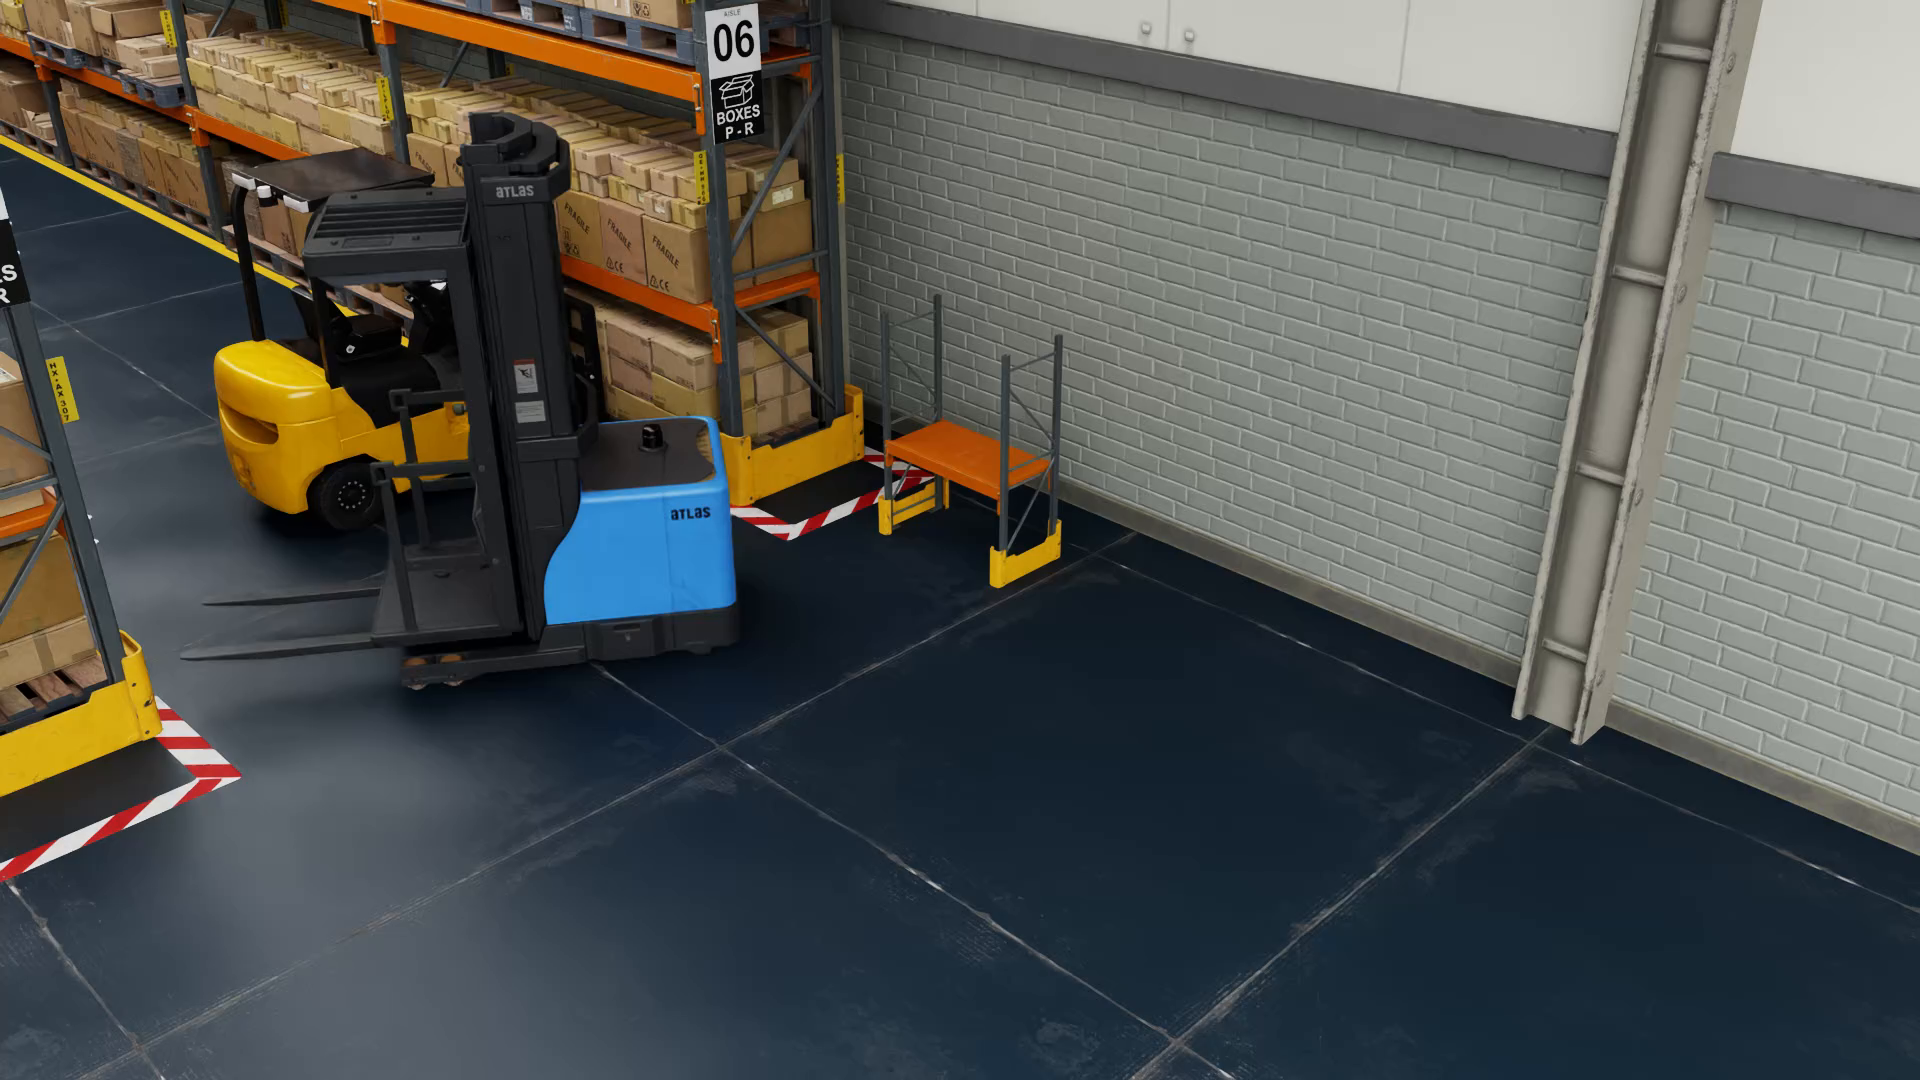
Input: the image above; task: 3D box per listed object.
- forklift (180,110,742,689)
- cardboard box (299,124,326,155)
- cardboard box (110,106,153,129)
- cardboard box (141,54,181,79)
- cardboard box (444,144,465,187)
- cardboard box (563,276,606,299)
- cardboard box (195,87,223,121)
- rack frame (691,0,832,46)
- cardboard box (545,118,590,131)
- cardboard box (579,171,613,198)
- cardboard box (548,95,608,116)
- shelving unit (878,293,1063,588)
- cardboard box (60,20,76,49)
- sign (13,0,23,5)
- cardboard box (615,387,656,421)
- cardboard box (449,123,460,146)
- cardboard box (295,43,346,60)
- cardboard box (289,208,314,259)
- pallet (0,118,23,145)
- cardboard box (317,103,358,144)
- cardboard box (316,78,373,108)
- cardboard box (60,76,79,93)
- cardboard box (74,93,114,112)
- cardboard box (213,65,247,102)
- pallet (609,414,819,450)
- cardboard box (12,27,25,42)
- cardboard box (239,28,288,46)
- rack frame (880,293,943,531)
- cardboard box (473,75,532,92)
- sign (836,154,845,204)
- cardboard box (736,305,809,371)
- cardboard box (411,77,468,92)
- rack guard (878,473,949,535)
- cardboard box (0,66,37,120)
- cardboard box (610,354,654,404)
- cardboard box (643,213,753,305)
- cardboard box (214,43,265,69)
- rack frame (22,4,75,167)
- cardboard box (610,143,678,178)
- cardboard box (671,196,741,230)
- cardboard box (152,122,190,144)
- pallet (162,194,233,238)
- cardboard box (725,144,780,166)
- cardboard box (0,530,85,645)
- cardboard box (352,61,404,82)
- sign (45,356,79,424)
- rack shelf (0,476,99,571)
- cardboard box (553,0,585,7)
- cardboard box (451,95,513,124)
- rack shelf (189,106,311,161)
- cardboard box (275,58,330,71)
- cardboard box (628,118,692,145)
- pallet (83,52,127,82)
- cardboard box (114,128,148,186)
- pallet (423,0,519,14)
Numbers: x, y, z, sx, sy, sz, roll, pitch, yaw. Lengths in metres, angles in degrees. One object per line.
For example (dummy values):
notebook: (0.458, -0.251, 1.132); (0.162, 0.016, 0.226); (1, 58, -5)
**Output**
forklift: (-2.822, -0.744, 9.009); (3.031, 2.935, 1.130); (-5, 28, -10)
cardboard box: (-5.294, -3.450, 14.242); (0.500, 0.250, 0.500); (25, 37, 39)
cardboard box: (-8.717, -4.470, 17.560); (0.380, 0.149, 0.250); (-24, 36, -37)
cardboard box: (-7.646, -4.571, 16.032); (0.380, 0.149, 0.250); (-24, 36, -38)
cardboard box: (-3.540, -2.752, 12.647); (0.500, 0.500, 0.500); (-25, 36, -38)
cardboard box: (-2.842, -1.751, 12.279); (0.500, 0.250, 0.500); (24, 36, 37)
cardboard box: (-6.764, -4.117, 15.511); (0.500, 0.250, 0.500); (25, 37, 39)
rack frame: (-1.204, -4.454, 9.545); (0.127, 3.000, 1.000); (25, 36, 38)
cardboard box: (-2.873, -2.895, 11.902); (0.250, 0.149, 0.380); (25, 37, 39)
cardboard box: (-2.385, -2.485, 11.442); (0.250, 0.149, 0.380); (23, 36, 37)
cardboard box: (-2.876, -3.233, 12.546); (0.250, 0.149, 0.380); (24, 36, 38)
shelving unit: (0.054, -0.639, 10.347); (1.083, 1.500, 0.587); (25, 36, 38)
cardboard box: (-9.039, -5.260, 17.217); (0.396, 0.266, 0.258); (-23, 36, -37)
sign: (-10.136, -5.915, 17.839); (0.005, 0.325, 0.100); (25, 36, 38)
cardboard box: (-2.109, -0.982, 11.890); (0.500, 0.250, 0.500); (25, 36, 38)
cardboard box: (-3.622, -3.084, 12.582); (0.250, 0.149, 0.380); (24, 36, 38)
cardboard box: (-5.772, -4.380, 15.047); (0.250, 0.149, 0.380); (24, 36, 38)
cardboard box: (-5.522, -2.906, 15.147); (0.625, 0.625, 0.875); (23, 35, 36)
pallet: (-11.124, -5.102, 20.221); (1.213, 0.211, 1.003); (25, 36, 38)
cardboard box: (-4.958, -3.500, 13.800); (0.500, 0.250, 0.500); (23, 36, 37)
cardboard box: (-5.071, -3.690, 13.734); (0.250, 0.149, 0.380); (23, 36, 37)
cardboard box: (-9.649, -5.027, 18.299); (0.250, 0.149, 0.380); (24, 36, 38)
cardboard box: (-9.440, -4.811, 18.207); (0.250, 0.149, 0.380); (23, 36, 37)
cardboard box: (-6.407, -4.174, 15.083); (0.500, 0.250, 0.500); (-24, 36, -38)
pallet: (-1.779, -0.800, 12.038); (1.213, 0.211, 1.003); (25, 36, 38)
cardboard box: (-10.366, -5.701, 18.633); (0.380, 0.149, 0.250); (-24, 36, -38)
cardboard box: (-6.535, -4.702, 15.657); (0.380, 0.149, 0.250); (-24, 36, -38)
rack frame: (-0.302, -0.802, 10.657); (0.032, 1.500, 0.500); (25, 36, 38)
cardboard box: (-3.617, -3.563, 13.173); (0.250, 0.149, 0.380); (25, 36, 38)
sign: (-0.811, -2.399, 11.068); (0.005, 0.325, 0.100); (25, 36, 38)
cardboard box: (-1.414, -1.430, 11.669); (0.500, 0.250, 0.500); (24, 36, 38)
cardboard box: (-4.311, -3.726, 13.802); (0.250, 0.149, 0.380); (23, 36, 37)
rack guard: (-0.301, -0.248, 10.947); (0.087, 0.250, 0.587); (25, 36, 38)
cardboard box: (-11.354, -5.370, 19.968); (0.500, 0.500, 0.500); (-24, 36, -38)
cardboard box: (-2.120, -1.211, 11.790); (0.500, 0.250, 0.500); (24, 36, 38)
cardboard box: (-1.739, -1.916, 11.058); (0.500, 0.500, 0.500); (24, 36, 37)
cardboard box: (-6.495, -4.377, 15.040); (0.380, 0.149, 0.250); (-24, 36, -38)
rack frame: (-9.761, -5.714, 18.388); (0.127, 3.000, 1.000); (25, 36, 38)
cardboard box: (-2.136, -2.561, 11.267); (0.250, 0.149, 0.380); (25, 37, 39)
cardboard box: (-1.648, -2.150, 10.805); (0.380, 0.149, 0.250); (-25, 36, -38)
cardboard box: (-7.968, -4.133, 16.919); (0.380, 0.149, 0.250); (-24, 36, -38)
pallet: (-7.415, -3.431, 17.042); (1.213, 0.211, 1.003); (25, 36, 38)
cardboard box: (-1.440, -2.550, 11.246); (0.380, 0.149, 0.250); (-24, 36, -38)
cardboard box: (-5.080, 0.186, 8.863); (0.500, 0.500, 0.500); (23, 36, 37)
cardboard box: (-5.029, -4.055, 14.427); (0.250, 0.149, 0.380); (24, 36, 38)
sign: (-4.301, -0.714, 7.947); (0.005, 0.325, 0.100); (25, 36, 38)
rack shelf: (-6.108, -0.484, 9.215); (4.000, 0.370, 1.077); (25, 36, 38)
cardboard box: (-2.351, -3.832, 10.919); (0.500, 0.500, 0.700); (25, 37, 39)
cardboard box: (-3.599, -3.229, 12.537); (0.250, 0.149, 0.380); (24, 36, 37)
rack shelf: (-5.483, -3.438, 14.832); (4.000, 0.370, 1.077); (25, 36, 38)
cardboard box: (-5.707, -4.068, 14.453); (0.250, 0.149, 0.380); (25, 36, 38)
cardboard box: (-2.145, -2.902, 11.915); (0.250, 0.149, 0.380); (24, 36, 37)
pallet: (-8.299, -4.957, 17.154); (1.213, 0.211, 1.003); (25, 36, 38)
cardboard box: (-8.469, -4.055, 17.467); (0.500, 0.500, 0.500); (23, 35, 37)
pallet: (-3.430, -4.123, 12.233); (1.213, 0.211, 1.003); (25, 36, 38)
